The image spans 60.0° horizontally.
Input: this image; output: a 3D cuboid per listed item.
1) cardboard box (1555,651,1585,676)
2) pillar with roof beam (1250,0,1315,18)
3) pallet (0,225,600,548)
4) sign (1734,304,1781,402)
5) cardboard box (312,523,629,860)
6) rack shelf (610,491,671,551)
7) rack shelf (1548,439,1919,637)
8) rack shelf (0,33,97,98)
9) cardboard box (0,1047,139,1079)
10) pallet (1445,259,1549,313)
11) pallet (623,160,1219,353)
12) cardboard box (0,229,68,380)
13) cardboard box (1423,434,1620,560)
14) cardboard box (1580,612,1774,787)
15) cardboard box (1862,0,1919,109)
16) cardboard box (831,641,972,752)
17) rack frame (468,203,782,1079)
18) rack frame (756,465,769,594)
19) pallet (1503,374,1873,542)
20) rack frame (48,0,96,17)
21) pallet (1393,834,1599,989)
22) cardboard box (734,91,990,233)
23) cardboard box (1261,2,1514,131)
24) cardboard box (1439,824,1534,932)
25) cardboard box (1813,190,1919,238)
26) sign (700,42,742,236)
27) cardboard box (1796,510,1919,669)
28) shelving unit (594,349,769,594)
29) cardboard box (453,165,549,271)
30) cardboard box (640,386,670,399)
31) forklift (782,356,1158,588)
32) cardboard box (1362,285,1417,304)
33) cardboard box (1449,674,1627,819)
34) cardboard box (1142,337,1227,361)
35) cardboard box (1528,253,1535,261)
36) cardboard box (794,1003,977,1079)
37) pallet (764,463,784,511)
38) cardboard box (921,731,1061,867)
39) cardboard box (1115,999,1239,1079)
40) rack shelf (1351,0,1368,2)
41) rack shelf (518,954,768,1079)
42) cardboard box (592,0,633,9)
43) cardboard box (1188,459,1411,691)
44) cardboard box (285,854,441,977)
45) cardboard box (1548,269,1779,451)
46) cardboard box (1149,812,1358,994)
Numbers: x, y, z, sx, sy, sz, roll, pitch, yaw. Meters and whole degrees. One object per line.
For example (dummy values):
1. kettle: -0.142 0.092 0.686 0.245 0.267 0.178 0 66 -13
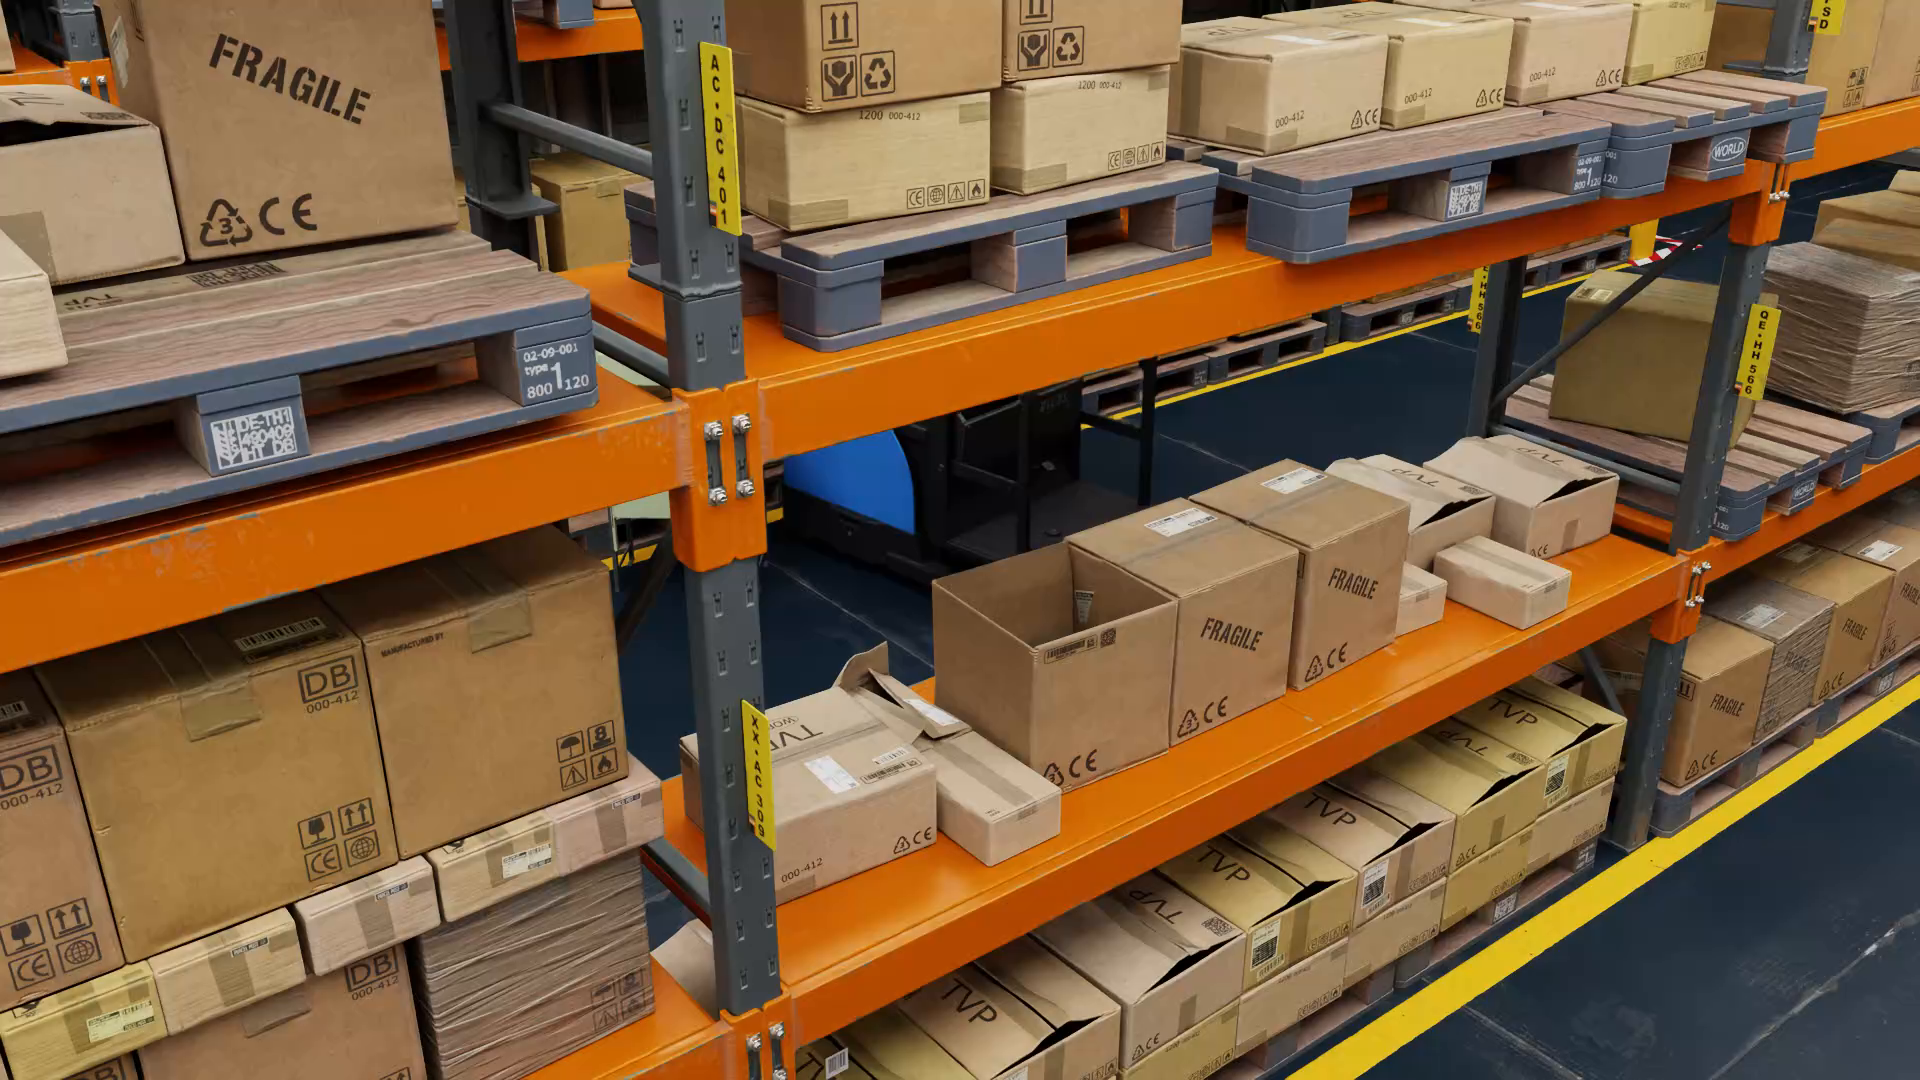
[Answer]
1. cardboard box: 2.973 0.316 7.453 0.500 0.500 0.500 -17 30 -32
2. pillar with roof beam: 5.143 -4.740 8.774 0.400 9.000 9.100 -18 31 -34
3. pallet: -1.421 -0.349 2.981 1.213 0.211 1.003 -18 31 -34
4. sign: 2.727 -0.640 5.690 0.005 0.325 0.100 -18 31 -34
5. cardboard box: -1.111 0.225 3.542 0.500 0.500 0.700 -18 30 -34
6. rack shelf: -1.414 -0.193 8.658 0.720 0.370 0.431 0 25 1
7. rack shelf: 3.956 -0.491 7.599 4.000 0.370 1.077 -18 31 -34
8. rack shelf: -5.399 -1.413 6.024 4.000 0.370 1.077 -18 31 -34
9. cardboard box: -1.919 1.082 3.238 0.500 0.500 0.700 -18 30 -33
10. pallet: 4.077 -2.202 13.744 1.213 0.211 1.003 -18 31 -34
11. pallet: -0.080 -0.766 4.001 1.217 0.209 0.805 -20 31 -36
12. cardboard box: -1.546 -0.355 2.523 0.250 0.149 0.380 -18 31 -34
13. cardboard box: 2.069 -0.177 6.175 0.500 0.311 0.500 -16 29 -31
14. cardboard box: 2.916 0.613 6.813 0.500 0.500 0.500 -17 30 -32
15. cardboard box: 3.106 -1.961 6.229 0.500 0.500 0.910 -18 31 -34
16. cardboard box: -0.187 0.513 4.741 0.258 0.266 0.396 -19 31 -35
17. rack frame: -0.766 0.741 4.089 0.127 3.000 1.000 -18 31 -34
18. rack frame: -1.048 -0.485 8.514 0.023 1.500 0.400 0 25 1
19. pallet: 2.872 -0.410 6.798 1.003 0.211 1.213 -18 31 -34
20. rack frame: -3.826 -3.620 6.360 0.127 3.000 1.000 -18 31 -34
21. pallet: 1.710 1.168 6.482 1.213 0.211 1.003 -18 31 -34
22. cardboard box: -0.275 -0.899 3.739 0.500 0.250 0.500 -15 29 -29
23. cardboard box: 1.201 -1.357 4.727 0.500 0.250 0.500 -19 31 -35
24. cardboard box: 1.715 1.112 6.059 0.500 0.250 0.500 -19 31 -35
25. cardboard box: 4.517 -1.324 7.922 0.500 0.500 0.700 -13 28 -26
26. sign: -0.422 -0.706 2.937 0.005 0.325 0.100 -18 31 -34
27. cardboard box: 4.130 0.209 7.683 0.500 0.500 0.500 -19 31 -36
28. shelving unit: -1.414 -0.488 8.520 0.755 1.500 0.431 0 25 1
29. cardboard box: -2.461 -1.589 8.469 0.500 0.500 0.700 -14 28 -27
30. cardboard box: -1.700 -1.012 9.423 0.500 0.250 0.500 -18 30 -33
31. forklift: 0.442 -1.108 8.155 3.031 2.935 1.130 21 32 38
32. cardboard box: 3.121 -2.194 12.884 0.500 0.500 0.700 -18 30 -33
33. cardboard box: 2.122 0.722 6.232 0.500 0.311 0.500 -17 30 -33
34. cardboard box: 1.341 -1.748 11.509 0.750 0.750 0.750 -17 30 -33
35. cardboard box: 4.339 -2.597 13.752 0.500 0.500 0.700 -19 31 -36
36. cardboard box: -0.287 1.519 4.515 0.500 0.311 0.500 -18 30 -34
37. pallet: -1.294 -0.470 10.013 1.213 0.211 1.003 -18 31 -34
38. cardboard box: 0.057 0.693 4.492 0.250 0.149 0.380 -18 31 -34
39. cardboard box: 0.513 1.508 5.206 0.500 0.250 0.500 -19 31 -36
40. rack shelf: 0.896 -3.492 10.501 4.000 0.370 1.077 -18 31 -34
41. rack shelf: -2.340 1.587 3.121 4.000 0.370 1.077 -18 31 -34
42. cardboard box: -1.755 -3.048 8.545 0.637 0.503 0.797 -14 28 -27
43. cardboard box: 1.071 0.098 5.356 0.500 0.500 0.500 -20 32 -37
44. cardboard box: -1.248 0.676 3.341 0.250 0.149 0.380 -19 31 -35
45. cardboard box: 2.808 -0.734 6.652 0.700 0.500 0.500 15 29 29
46. cardboard box: 0.922 1.119 5.377 0.500 0.311 0.500 -17 30 -33
